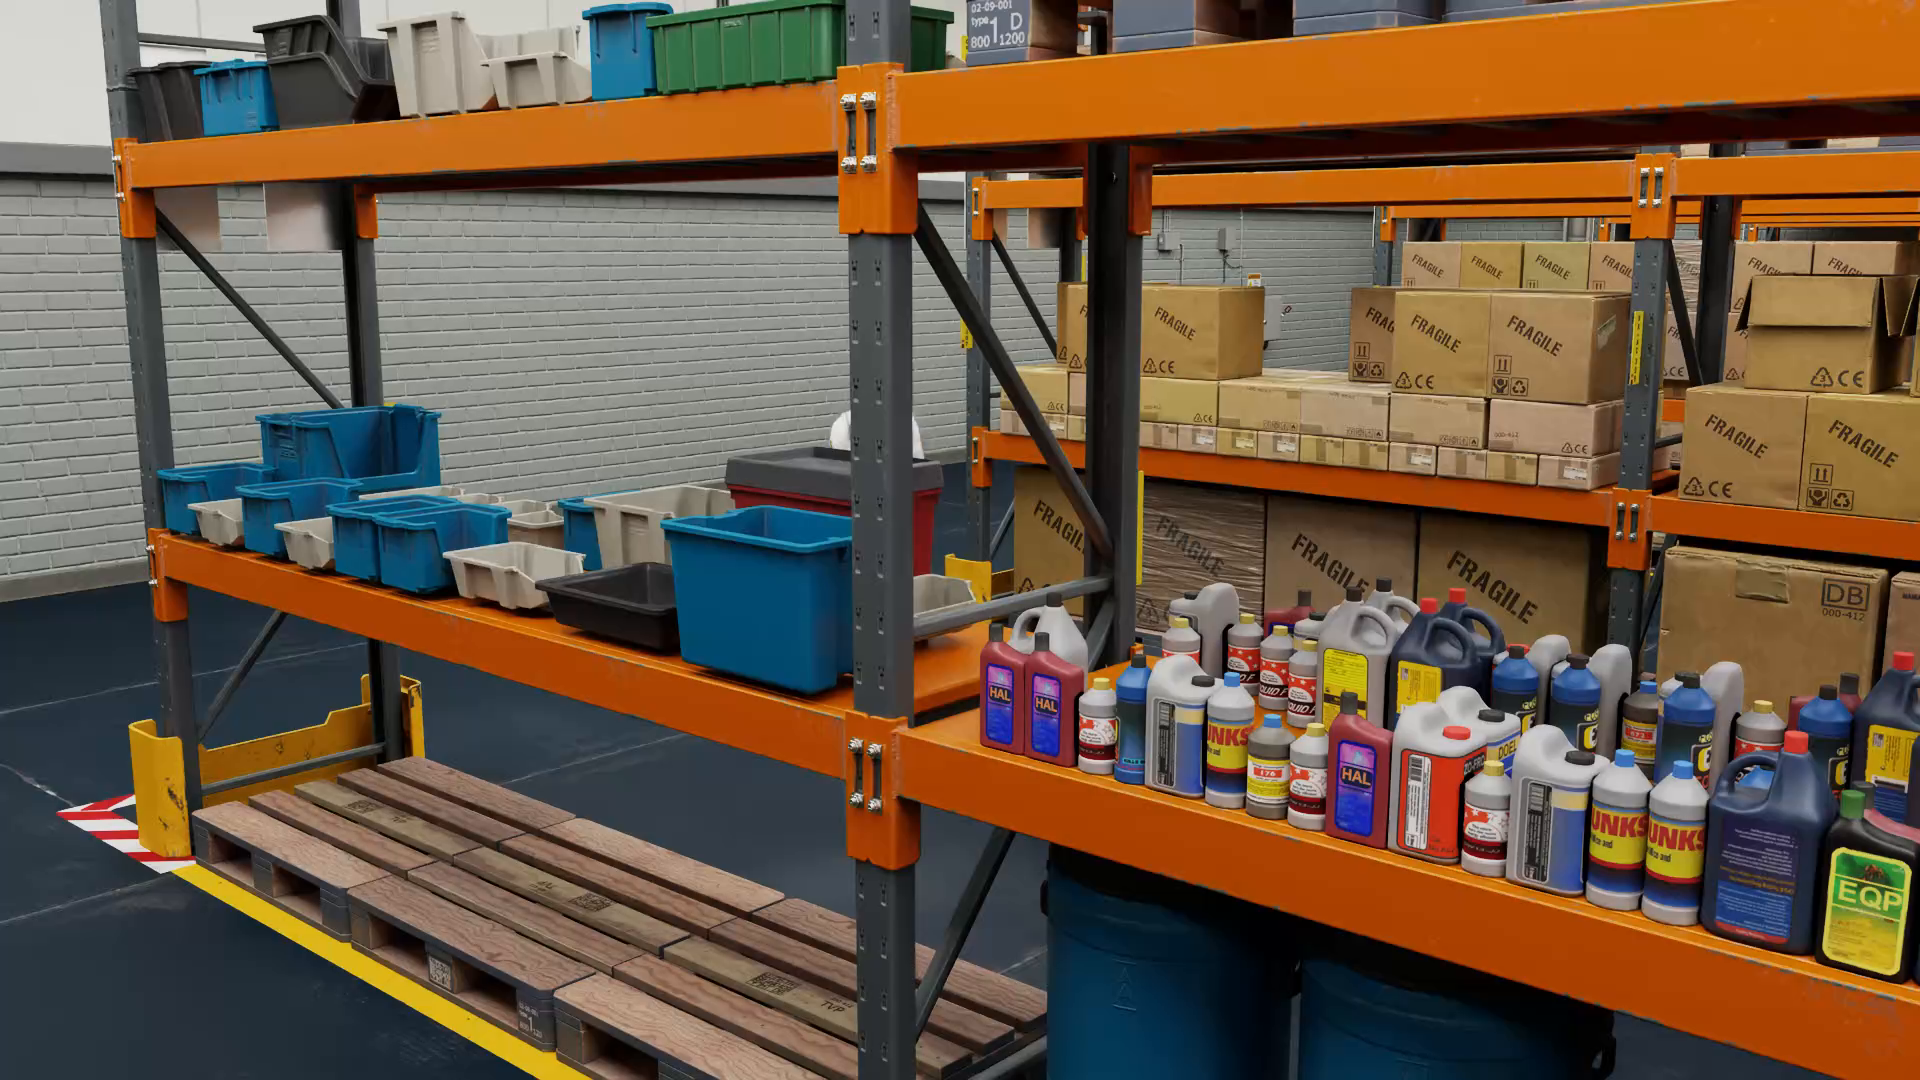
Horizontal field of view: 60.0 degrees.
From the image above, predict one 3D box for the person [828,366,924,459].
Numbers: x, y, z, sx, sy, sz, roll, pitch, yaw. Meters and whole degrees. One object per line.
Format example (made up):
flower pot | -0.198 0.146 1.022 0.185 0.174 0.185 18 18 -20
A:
person | -0.497 -0.137 9.536 0.585 1.752 0.480 -2 10 -11
